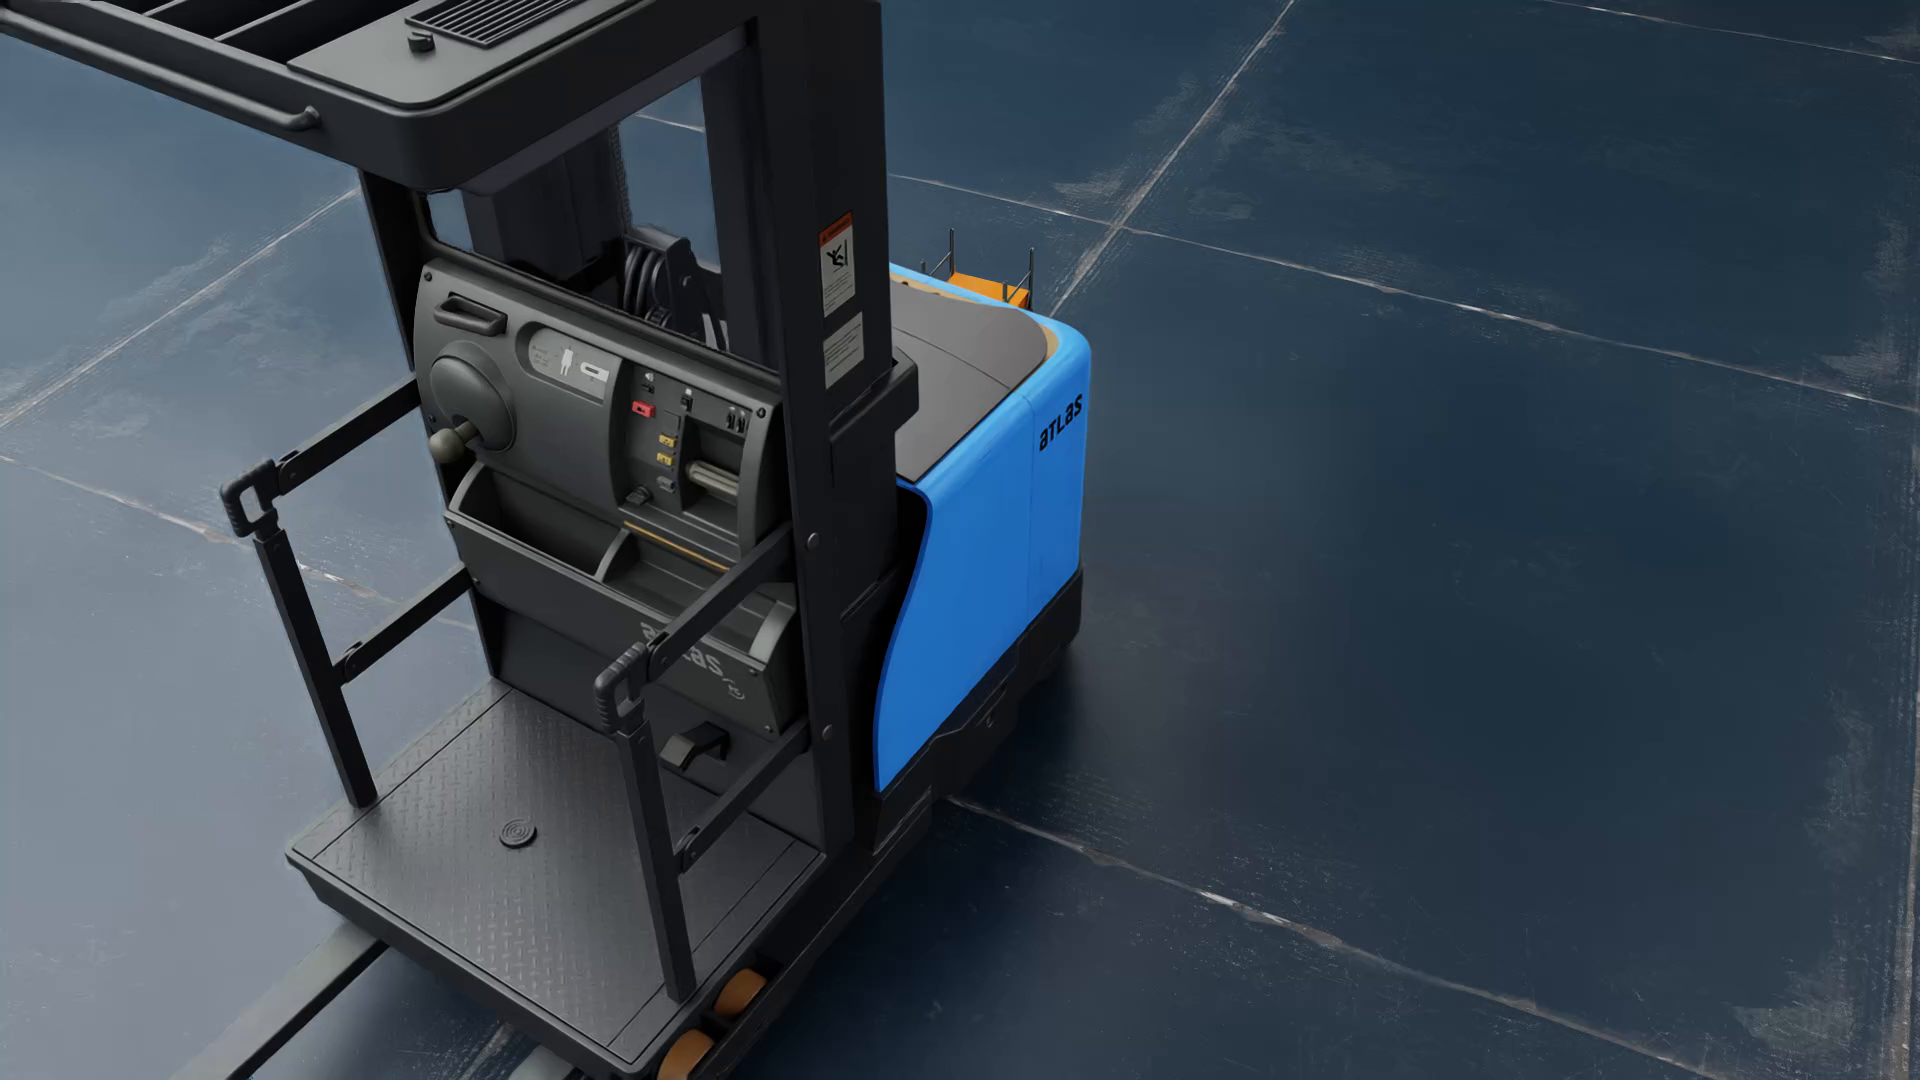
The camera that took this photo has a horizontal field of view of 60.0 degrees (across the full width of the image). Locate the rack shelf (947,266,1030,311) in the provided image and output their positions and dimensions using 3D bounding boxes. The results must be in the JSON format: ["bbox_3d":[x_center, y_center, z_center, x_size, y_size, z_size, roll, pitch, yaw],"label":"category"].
[{"bbox_3d":[0.048,-0.588,4.710,0.240,0.259,0.215,17,44,19],"label":"rack shelf"}]

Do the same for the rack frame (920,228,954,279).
[{"bbox_3d":[-0.062,-0.416,4.928,0.008,1.050,0.200,17,44,19],"label":"rack frame"}]

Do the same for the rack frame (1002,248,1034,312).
[{"bbox_3d":[0.159,-0.348,4.850,0.008,1.050,0.200,17,44,19],"label":"rack frame"}]

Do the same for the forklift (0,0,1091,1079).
[{"bbox_3d":[-0.870,-0.185,3.226,1.130,2.935,3.031,23,46,24],"label":"forklift"}]

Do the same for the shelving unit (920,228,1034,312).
[{"bbox_3d":[0.048,-0.382,4.889,0.252,1.050,0.215,17,44,19],"label":"shelving unit"}]
